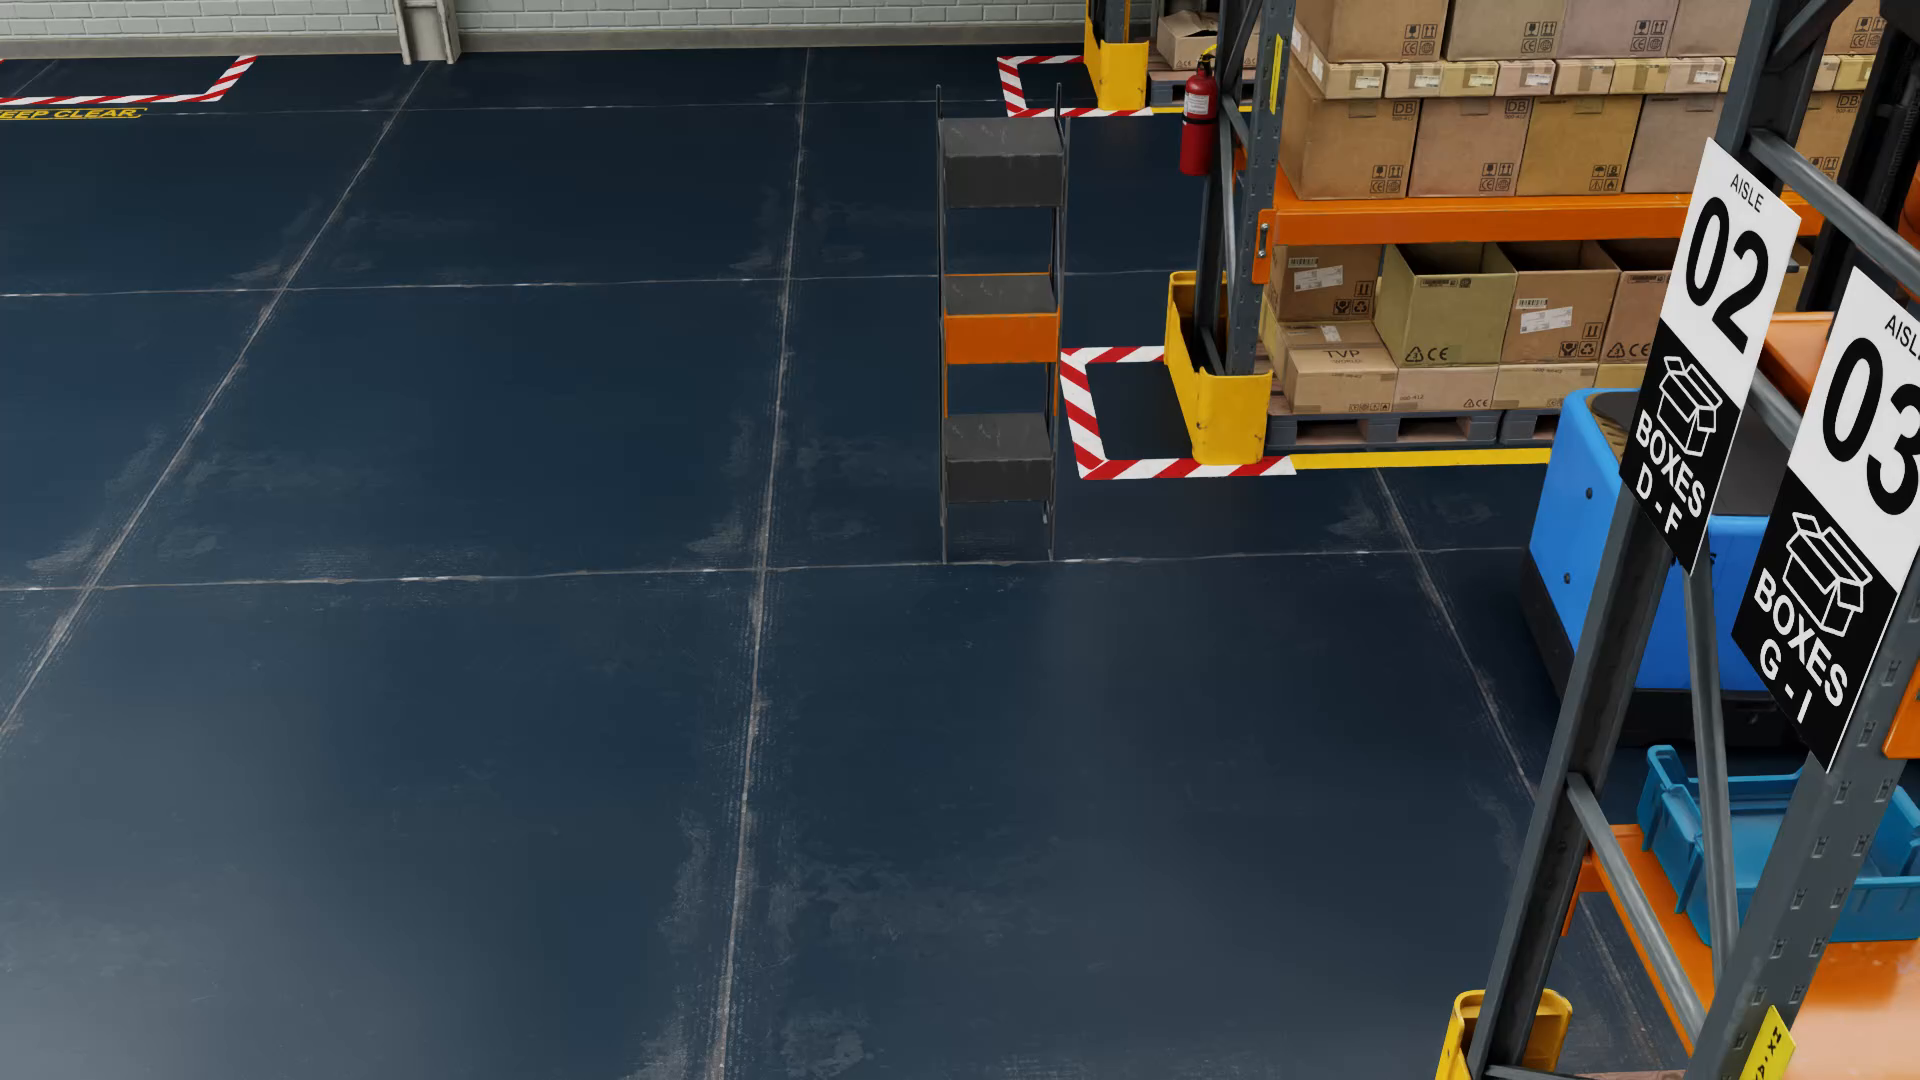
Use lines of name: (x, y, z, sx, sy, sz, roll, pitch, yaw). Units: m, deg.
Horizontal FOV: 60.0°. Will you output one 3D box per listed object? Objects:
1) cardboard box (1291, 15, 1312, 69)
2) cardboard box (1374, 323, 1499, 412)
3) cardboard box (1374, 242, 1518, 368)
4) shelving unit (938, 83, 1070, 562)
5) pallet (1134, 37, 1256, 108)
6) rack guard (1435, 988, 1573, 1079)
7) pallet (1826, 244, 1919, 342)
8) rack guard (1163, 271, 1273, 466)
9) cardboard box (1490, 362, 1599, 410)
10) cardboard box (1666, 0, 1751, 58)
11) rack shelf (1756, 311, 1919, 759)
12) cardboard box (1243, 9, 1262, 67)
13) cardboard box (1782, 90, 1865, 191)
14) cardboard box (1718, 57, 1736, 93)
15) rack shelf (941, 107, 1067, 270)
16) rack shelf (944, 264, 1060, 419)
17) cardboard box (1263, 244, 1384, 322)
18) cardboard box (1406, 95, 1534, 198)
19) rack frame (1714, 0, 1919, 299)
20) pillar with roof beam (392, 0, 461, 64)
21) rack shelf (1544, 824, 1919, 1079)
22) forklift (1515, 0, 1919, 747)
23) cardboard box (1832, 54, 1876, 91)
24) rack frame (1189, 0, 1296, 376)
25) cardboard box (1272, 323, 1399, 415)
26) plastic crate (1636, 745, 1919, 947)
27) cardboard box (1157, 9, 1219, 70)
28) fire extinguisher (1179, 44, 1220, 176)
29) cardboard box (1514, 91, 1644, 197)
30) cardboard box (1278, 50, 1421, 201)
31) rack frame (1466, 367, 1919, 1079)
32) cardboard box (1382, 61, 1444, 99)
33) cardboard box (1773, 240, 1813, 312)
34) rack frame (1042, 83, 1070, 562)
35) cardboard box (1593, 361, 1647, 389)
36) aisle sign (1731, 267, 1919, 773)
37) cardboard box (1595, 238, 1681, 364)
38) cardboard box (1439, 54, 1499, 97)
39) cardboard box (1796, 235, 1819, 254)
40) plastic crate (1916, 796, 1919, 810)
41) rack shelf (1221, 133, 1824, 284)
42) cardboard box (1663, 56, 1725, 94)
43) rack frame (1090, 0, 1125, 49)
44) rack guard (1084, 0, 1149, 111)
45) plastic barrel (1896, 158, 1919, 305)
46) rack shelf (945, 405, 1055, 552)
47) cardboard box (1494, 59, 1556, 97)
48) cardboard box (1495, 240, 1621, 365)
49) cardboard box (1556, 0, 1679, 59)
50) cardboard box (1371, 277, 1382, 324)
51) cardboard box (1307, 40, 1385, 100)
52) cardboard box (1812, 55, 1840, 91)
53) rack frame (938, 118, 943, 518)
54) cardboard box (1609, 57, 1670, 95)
cardboard box: (1.718, -2.367, 7.877, 0.250, 0.149, 0.380, -2, 35, -3)
cardboard box: (2.391, -0.886, 8.442, 0.500, 0.250, 0.500, -2, 35, -2)
cardboard box: (2.391, -1.194, 8.227, 0.500, 0.500, 0.500, -2, 35, -2)
shelving unit: (0.168, -0.868, 7.159, 0.499, 2.100, 0.431, -2, 35, -2)
pallet: (1.996, -3.614, 12.786, 1.213, 0.211, 1.003, -2, 35, -2)
rack guard: (1.650, 1.874, 4.603, 0.348, 0.500, 1.175, -2, 35, -2)
pallet: (2.407, -0.248, 3.002, 1.213, 0.211, 1.003, -2, 35, -2)
rack guard: (1.322, -0.912, 8.629, 0.348, 0.500, 1.175, -2, 35, -2)
cardboard box: (2.890, -0.900, 8.461, 0.500, 0.250, 0.500, -2, 35, -2)
cardboard box: (3.394, -2.567, 7.596, 0.500, 0.500, 0.700, -2, 35, -2)
rack shelf: (3.574, -0.117, 3.279, 4.000, 0.370, 1.077, -2, 35, -2)
cardboard box: (2.372, -3.815, 12.602, 0.500, 0.311, 0.500, 1, 35, 2)
cardboard box: (3.870, -2.045, 7.981, 0.500, 0.500, 0.700, -1, 35, -2)
cardboard box: (3.546, -2.185, 7.614, 0.250, 0.149, 0.380, 0, 35, -1)
rack shelf: (0.165, -1.432, 6.768, 0.480, 0.518, 0.431, -2, 35, -2)
rack shelf: (0.165, -0.857, 7.167, 0.480, 0.518, 0.431, -2, 35, -2)
cardboard box: (1.867, -1.475, 8.633, 0.500, 0.500, 0.500, -2, 35, -2)
cardboard box: (4.548, -1.777, 8.332, 4.930, 1.340, 1.023, -1, 35, -1)
rack frame: (1.576, -1.592, 2.143, 0.127, 3.000, 1.000, -2, 35, -2)
pillar with roof beam: (-4.024, -5.125, 7.248, 0.400, 9.000, 9.100, -2, 35, -2)
rack shelf: (3.574, 1.117, 4.133, 4.000, 0.370, 1.077, -2, 35, -2)
forklift: (2.686, -0.809, 6.343, 5.548, 2.935, 1.623, 1, 35, 1)
cardboard box: (4.063, -2.201, 7.637, 0.250, 0.149, 0.380, -2, 35, -2)
rack frame: (1.346, -1.941, 7.919, 0.127, 3.000, 1.000, -2, 35, -2)
cardboard box: (1.892, -0.871, 8.420, 0.500, 0.250, 0.500, -2, 35, -2)
plastic crate: (2.062, 0.752, 4.158, 0.616, 0.251, 0.499, -2, 35, -2)
cardboard box: (1.803, -3.799, 12.580, 0.500, 0.311, 0.500, -5, 35, -8)
fire extinguisher: (1.205, -2.170, 8.318, 0.183, 0.674, 0.296, -2, 35, -2)
cardboard box: (2.833, -2.014, 7.937, 0.500, 0.500, 0.700, -1, 35, -2)
cardboard box: (1.812, -1.987, 7.898, 0.500, 0.500, 0.700, -2, 35, -2)
rack frame: (1.576, 0.875, 3.850, 0.127, 3.000, 1.000, -2, 35, -2)
cardboard box: (2.011, -2.146, 7.556, 0.250, 0.149, 0.380, -2, 35, -3)
cardboard box: (3.889, -1.240, 8.294, 0.500, 0.500, 0.500, -2, 35, -2)
rack frame: (0.409, -0.874, 7.168, 0.015, 2.100, 0.400, -2, 35, -2)
cardboard box: (3.390, -0.910, 8.477, 0.500, 0.250, 0.500, -2, 35, -2)
aisle sign: (1.518, -0.026, 2.867, 0.004, 0.787, 0.394, -2, 35, -2)
cardboard box: (3.390, -1.218, 8.263, 0.500, 0.500, 0.500, -2, 35, -2)
cardboard box: (2.260, -2.151, 7.565, 0.250, 0.149, 0.380, -1, 35, -2)
cardboard box: (4.388, -1.255, 8.316, 0.500, 0.500, 0.500, -2, 35, -2)
plastic crate: (2.711, 0.738, 4.178, 0.408, 0.251, 0.499, -2, 35, -2)
rack shelf: (3.343, -1.699, 8.201, 4.000, 0.370, 1.077, -2, 35, -2)
cardboard box: (3.283, -2.178, 7.603, 0.250, 0.149, 0.380, -1, 35, -2)
rack frame: (1.107, -4.757, 11.987, 0.127, 3.000, 1.000, -2, 35, -2)
rack guard: (1.183, -3.731, 12.702, 0.348, 0.500, 1.175, -2, 35, -2)
plastic barrel: (2.056, -0.793, 2.878, 0.708, 0.830, 0.600, -2, 35, -2)
rack shelf: (0.165, -0.281, 7.565, 0.480, 0.518, 0.431, -2, 35, -2)
cardboard box: (2.513, -2.157, 7.573, 0.250, 0.149, 0.380, -2, 35, -3)
cardboard box: (2.890, -1.215, 8.257, 0.500, 0.500, 0.500, -2, 35, -2)
cardboard box: (2.894, -2.553, 7.576, 0.500, 0.500, 0.700, -1, 35, -2)
cardboard box: (2.366, -1.186, 8.874, 0.500, 0.250, 0.500, -2, 35, -2)
cardboard box: (1.748, -2.137, 7.544, 0.250, 0.149, 0.380, -2, 35, -3)
cardboard box: (3.811, -2.194, 7.627, 0.250, 0.149, 0.380, -1, 35, -1)
rack frame: (-0.078, -0.861, 7.148, 0.006, 1.831, 0.380, -2, 35, -2)
cardboard box: (3.034, -2.173, 7.596, 0.250, 0.149, 0.380, -2, 35, -3)
